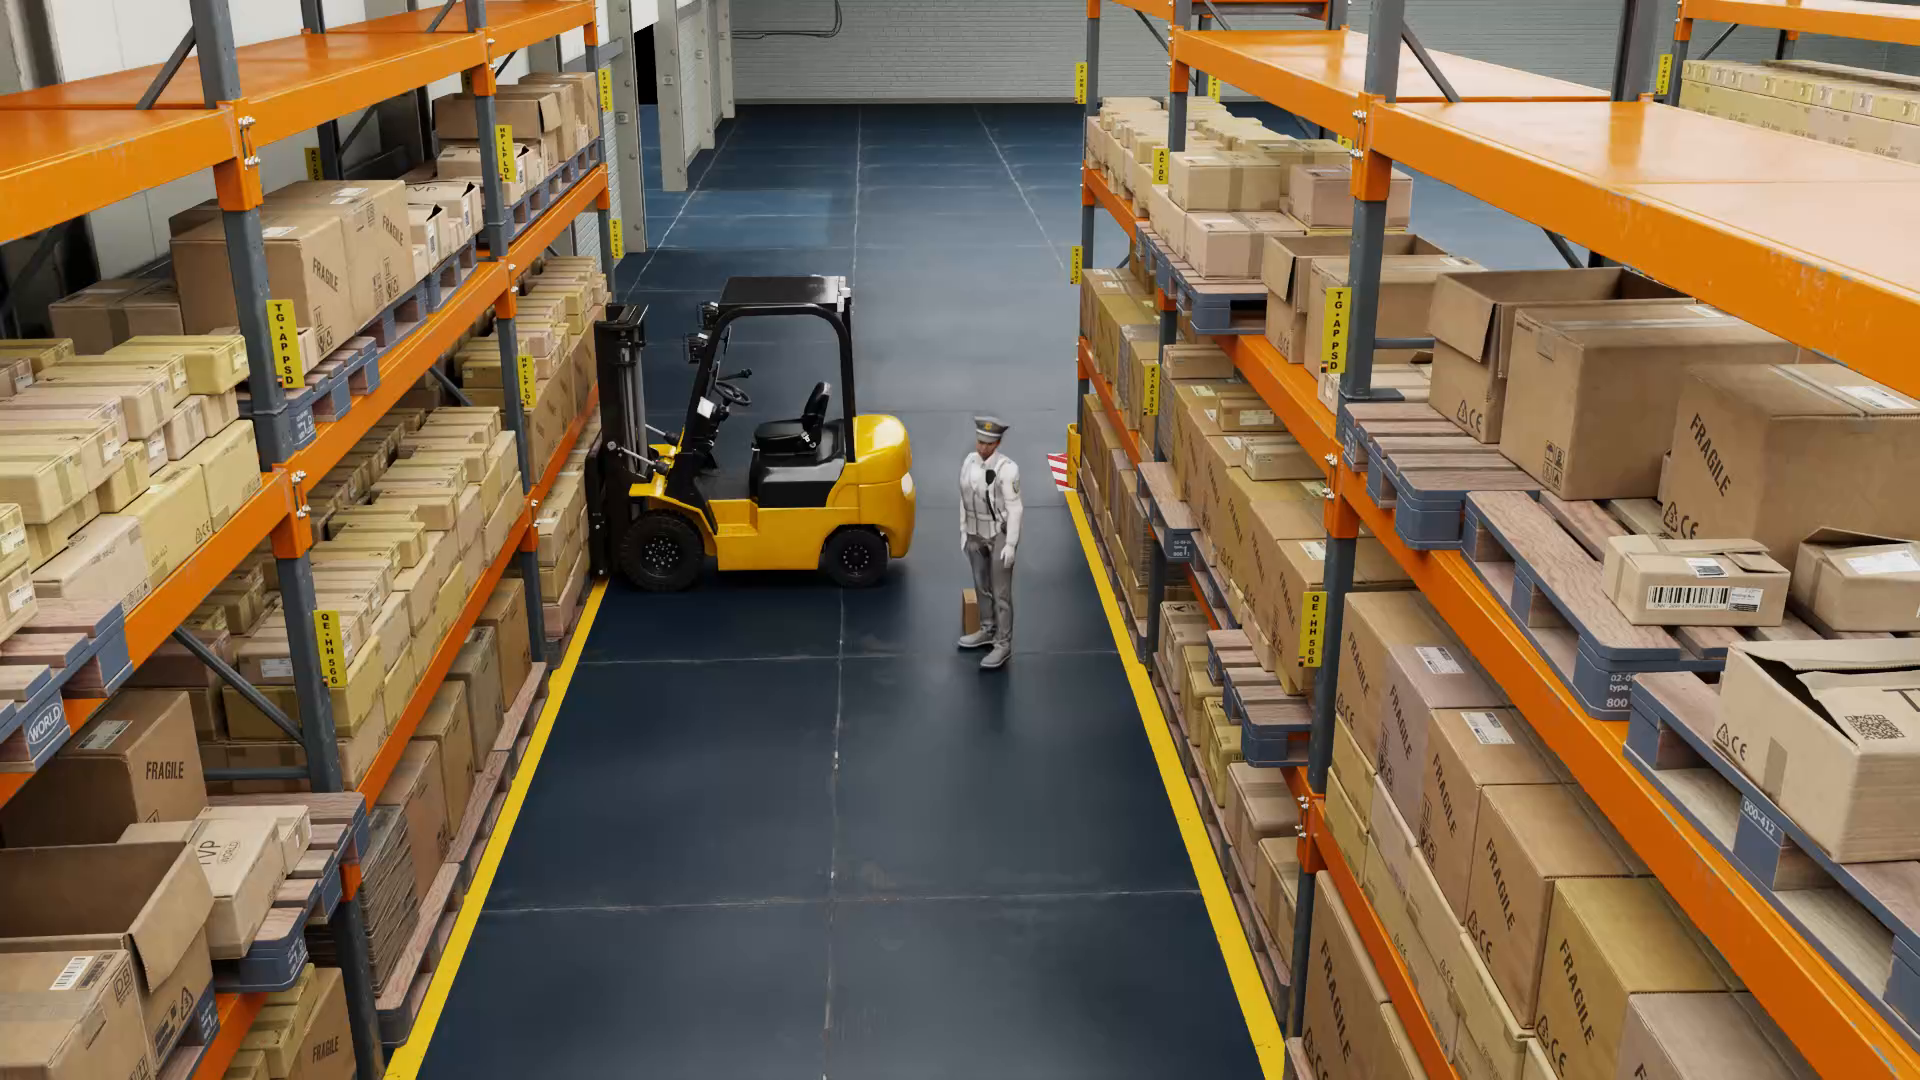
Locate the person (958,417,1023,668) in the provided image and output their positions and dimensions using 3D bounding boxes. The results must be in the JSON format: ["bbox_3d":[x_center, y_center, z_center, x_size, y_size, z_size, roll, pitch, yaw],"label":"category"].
[{"bbox_3d":[0.184,-0.008,11.010,0.405,1.679,0.528,-19,28,-41],"label":"person"}]
